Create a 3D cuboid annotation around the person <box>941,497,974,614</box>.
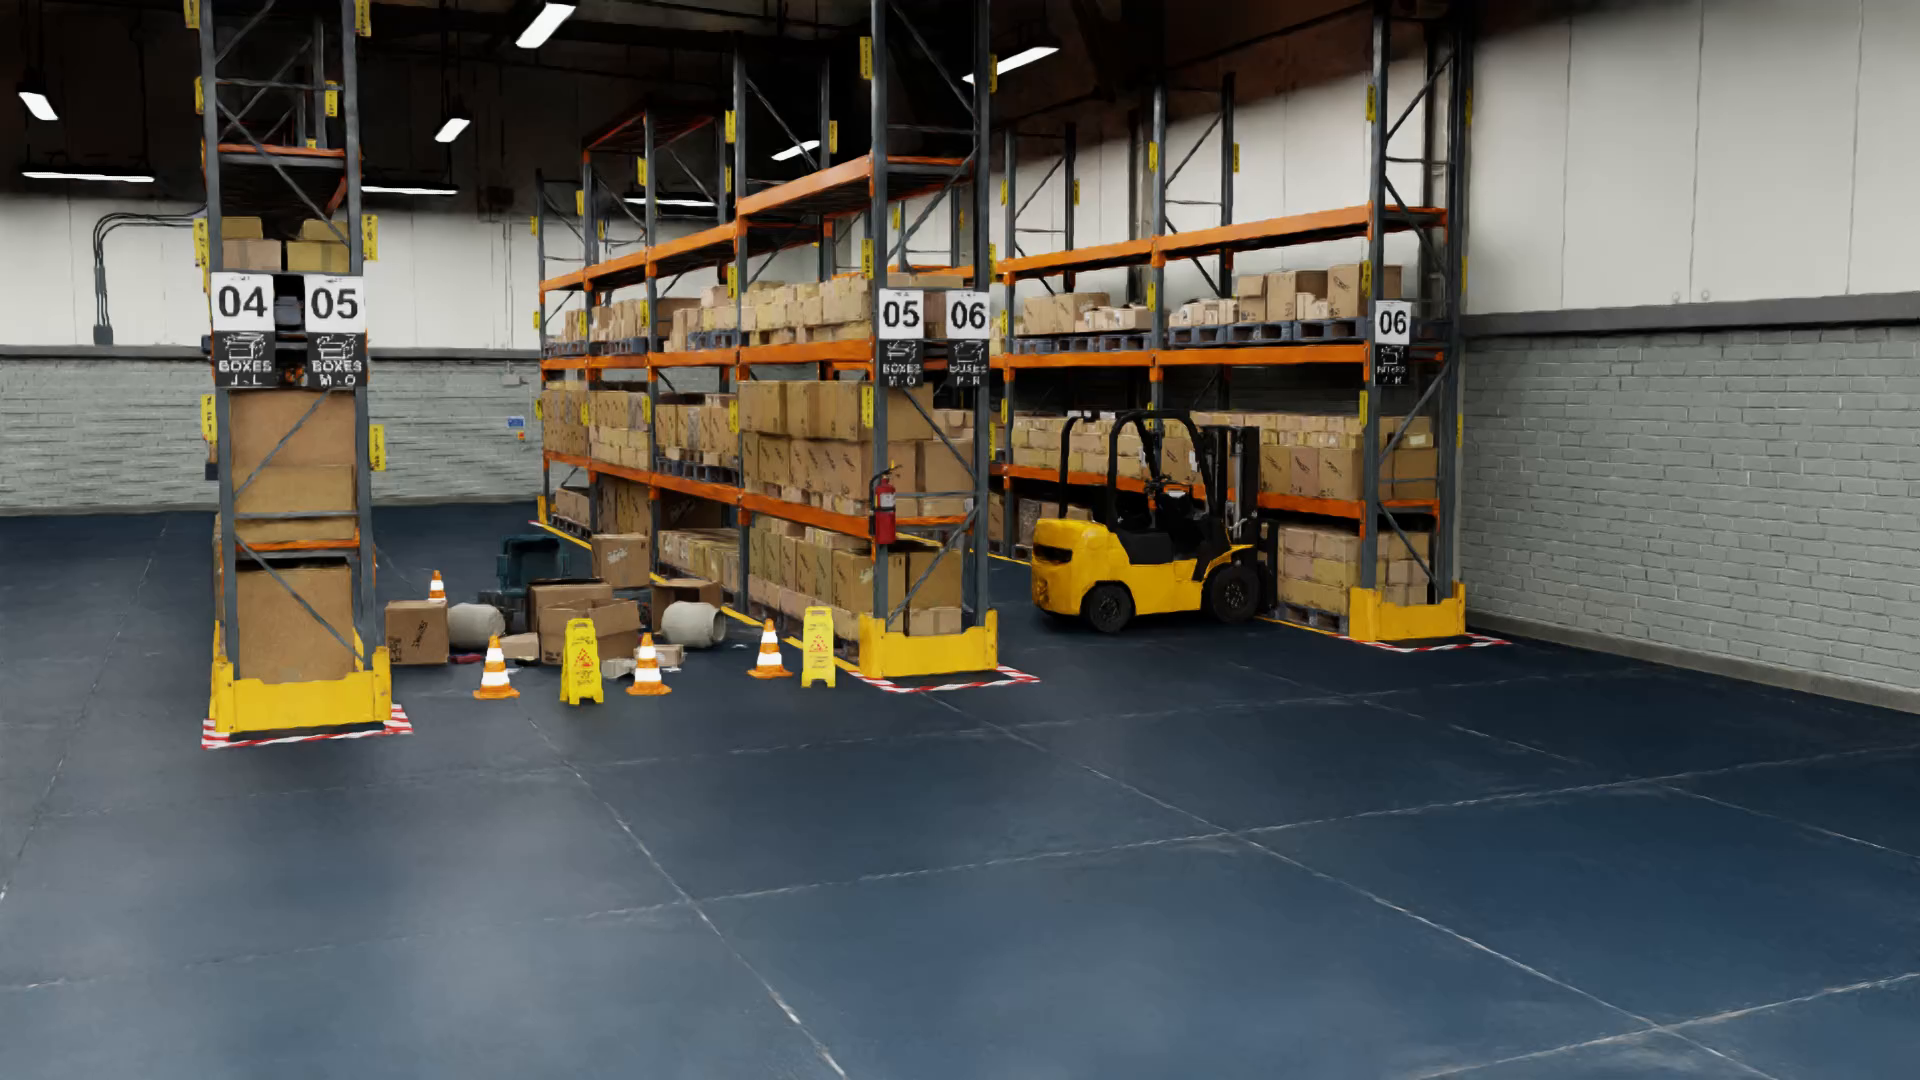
[{"bbox_3d":[0.019,-0.074,17.660,0.523,1.685,0.483,3,6,31],"label":"person"}]
